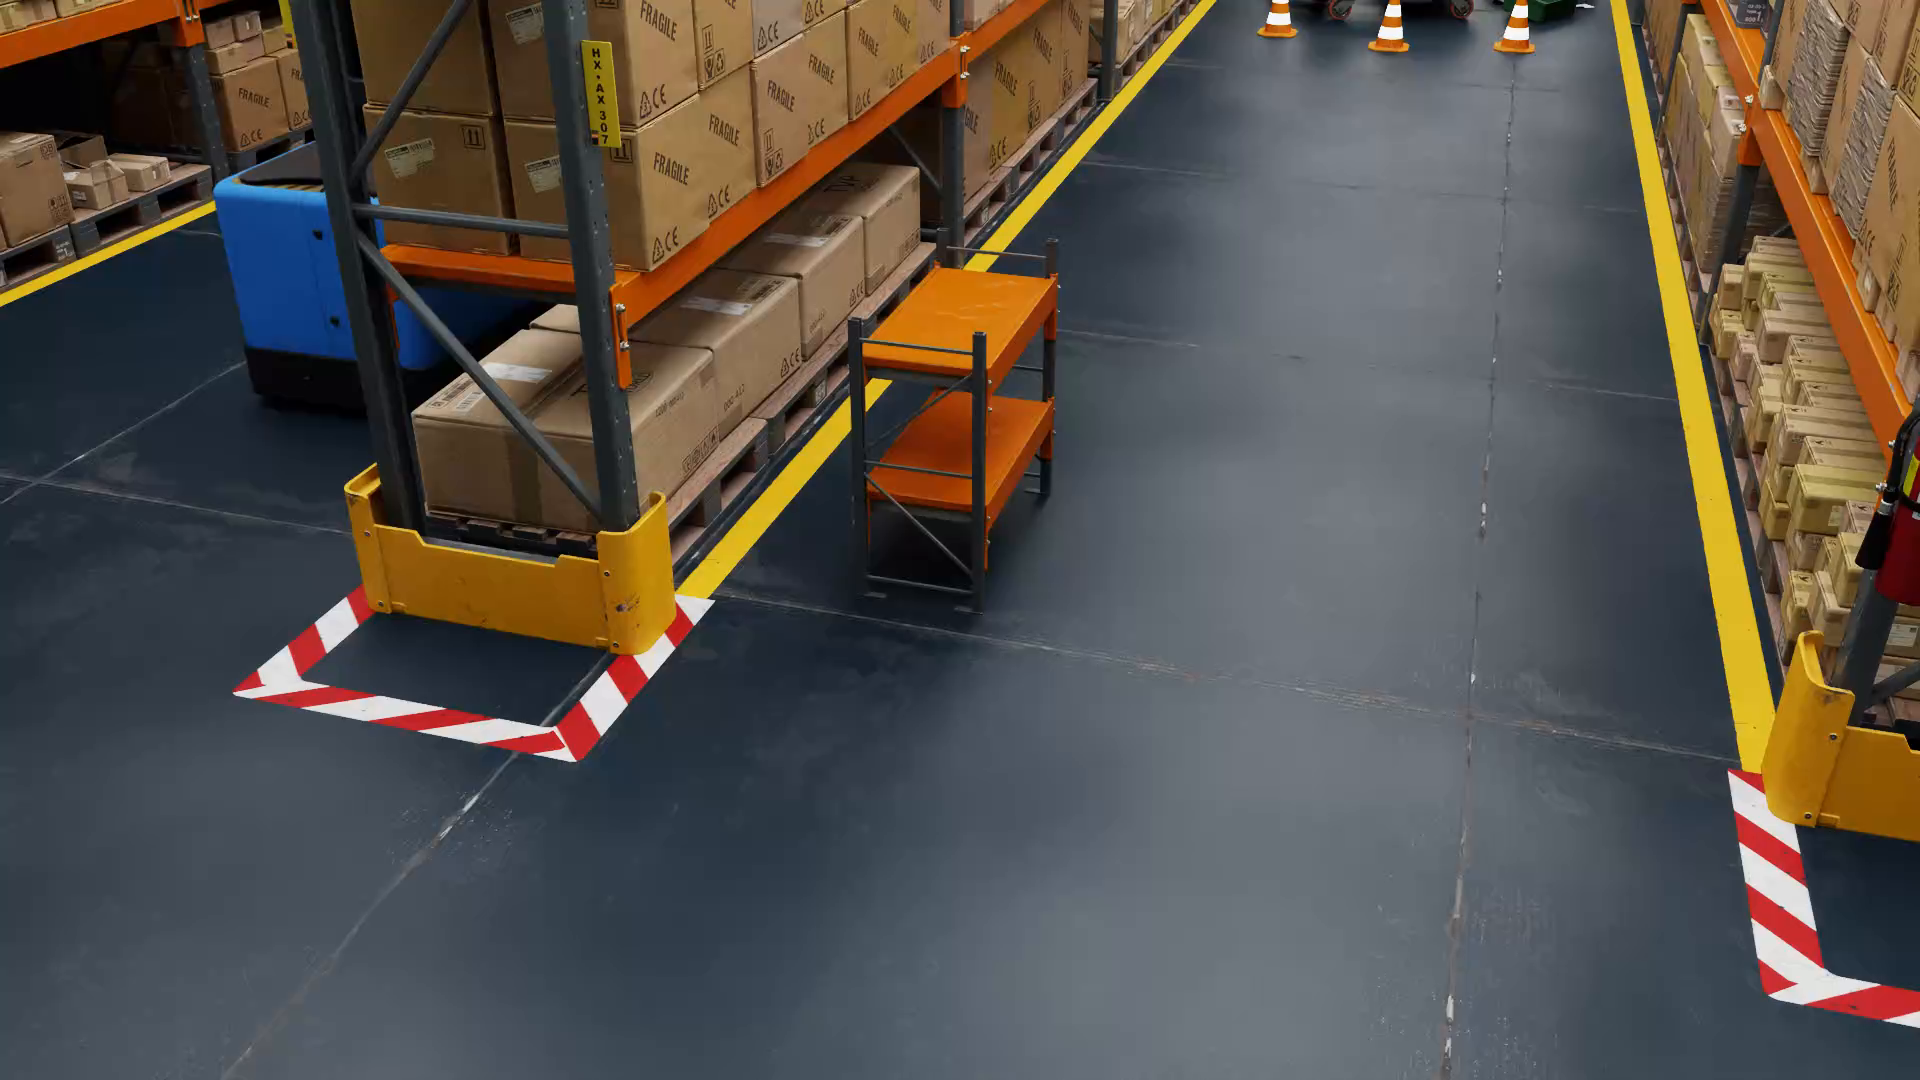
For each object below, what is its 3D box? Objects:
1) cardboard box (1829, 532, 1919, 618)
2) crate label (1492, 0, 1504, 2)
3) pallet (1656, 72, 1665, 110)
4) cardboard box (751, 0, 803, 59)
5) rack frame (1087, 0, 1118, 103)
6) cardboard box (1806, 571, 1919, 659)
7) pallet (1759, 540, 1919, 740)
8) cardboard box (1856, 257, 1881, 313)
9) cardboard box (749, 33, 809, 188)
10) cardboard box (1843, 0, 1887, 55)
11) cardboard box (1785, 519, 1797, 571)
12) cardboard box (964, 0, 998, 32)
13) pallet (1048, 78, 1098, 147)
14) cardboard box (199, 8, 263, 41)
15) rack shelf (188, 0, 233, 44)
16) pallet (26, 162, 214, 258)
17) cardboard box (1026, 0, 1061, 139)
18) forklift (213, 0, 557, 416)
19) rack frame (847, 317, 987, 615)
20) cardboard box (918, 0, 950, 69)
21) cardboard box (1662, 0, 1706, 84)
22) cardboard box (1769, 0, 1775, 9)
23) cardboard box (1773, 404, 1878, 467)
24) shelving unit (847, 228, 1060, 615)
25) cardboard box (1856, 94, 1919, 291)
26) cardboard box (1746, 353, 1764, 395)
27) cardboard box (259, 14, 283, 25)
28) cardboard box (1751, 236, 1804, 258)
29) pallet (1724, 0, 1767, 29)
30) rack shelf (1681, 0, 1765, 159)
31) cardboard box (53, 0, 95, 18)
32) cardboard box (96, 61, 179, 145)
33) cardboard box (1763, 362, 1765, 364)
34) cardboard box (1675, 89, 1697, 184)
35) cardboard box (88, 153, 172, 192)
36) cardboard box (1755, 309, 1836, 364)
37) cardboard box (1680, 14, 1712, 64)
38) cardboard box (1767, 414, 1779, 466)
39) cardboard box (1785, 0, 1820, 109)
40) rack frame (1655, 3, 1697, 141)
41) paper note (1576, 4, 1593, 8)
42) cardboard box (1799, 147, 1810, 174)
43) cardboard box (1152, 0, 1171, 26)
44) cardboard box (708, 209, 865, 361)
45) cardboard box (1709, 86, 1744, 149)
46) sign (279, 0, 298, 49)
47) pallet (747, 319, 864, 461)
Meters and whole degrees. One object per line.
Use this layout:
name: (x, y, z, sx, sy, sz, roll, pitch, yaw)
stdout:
cardboard box: (3.027, 0.121, 5.336, 0.380, 0.149, 0.250, 9, 30, 15)
crate label: (5.301, -5.265, 16.073, 0.298, 0.136, 0.250, -12, 31, -20)
pallet: (5.765, -3.254, 12.383, 1.003, 0.211, 1.213, 8, 30, 15)
cardboard box: (-0.946, -2.203, 6.494, 0.500, 0.500, 0.500, 8, 30, 14)
rack frame: (0.700, -4.777, 12.251, 1.000, 3.000, 0.127, 8, 30, 15)
cardboard box: (2.996, 0.247, 5.415, 0.380, 0.149, 0.250, 8, 30, 14)
pallet: (3.408, 0.411, 5.793, 1.003, 0.211, 1.213, 8, 30, 15)
cardboard box: (3.160, -0.832, 5.419, 0.380, 0.149, 0.250, 9, 30, 16)
cardboard box: (-0.944, -1.757, 6.721, 0.500, 0.500, 0.500, 8, 30, 15)
cardboard box: (3.455, -1.983, 5.792, 0.500, 0.500, 0.500, 7, 30, 13)
cardboard box: (3.267, 0.027, 6.116, 0.380, 0.149, 0.250, 9, 30, 15)
cardboard box: (-0.092, -3.019, 9.246, 0.500, 0.250, 0.500, 8, 30, 14)
pallet: (0.397, -3.202, 12.290, 1.003, 0.211, 1.213, 8, 30, 15)
cardboard box: (-4.830, -3.385, 10.916, 0.380, 0.149, 0.250, 7, 30, 12)
rack shelf: (-4.633, -4.239, 12.025, 1.077, 0.370, 4.000, 8, 30, 15)
pallet: (-5.422, -2.087, 10.284, 1.003, 0.211, 1.213, 8, 30, 15)
cardboard box: (0.152, -3.309, 11.366, 0.875, 0.875, 0.875, 9, 30, 15)
forklift: (-2.442, -2.544, 8.307, 1.130, 2.935, 3.031, 8, 30, 15)
rack frame: (-0.151, -0.252, 6.046, 0.500, 1.125, 0.032, 8, 30, 15)
cardboard box: (-0.366, -2.709, 8.432, 0.500, 0.500, 0.500, 9, 30, 15)
cardboard box: (5.727, -3.588, 11.996, 1.050, 0.750, 0.750, 8, 30, 14)
cardboard box: (4.366, -2.781, 8.490, 0.380, 0.149, 0.250, 8, 30, 15)
cardboard box: (3.272, -0.370, 6.219, 0.380, 0.149, 0.250, 10, 31, 17)
shelving unit: (-0.002, -0.488, 6.471, 0.538, 1.125, 1.048, 8, 30, 15)
cardboard box: (3.156, -1.057, 5.156, 0.500, 0.500, 0.500, 8, 30, 14)
cardboard box: (3.746, -0.701, 7.425, 0.380, 0.149, 0.250, 8, 30, 14)
cardboard box: (-4.721, -3.518, 11.460, 0.380, 0.149, 0.250, 8, 30, 14)
cardboard box: (3.989, -1.325, 7.936, 0.380, 0.149, 0.250, 10, 31, 17)
pallet: (4.920, -3.108, 9.448, 1.003, 0.211, 1.213, 8, 30, 15)
rack shelf: (4.875, -2.873, 9.570, 1.077, 0.370, 4.000, 8, 30, 15)
cardboard box: (-5.181, -3.082, 9.463, 0.380, 0.149, 0.250, 9, 30, 16)
cardboard box: (-5.359, -2.986, 11.171, 0.500, 0.500, 0.500, 8, 30, 15)
cardboard box: (3.768, -0.829, 7.350, 0.380, 0.149, 0.250, 7, 30, 12)
cardboard box: (4.720, -2.443, 10.195, 0.500, 0.500, 0.500, 8, 30, 14)
cardboard box: (-5.103, -2.261, 10.230, 0.380, 0.149, 0.250, 8, 30, 13)
cardboard box: (3.616, -0.850, 7.082, 0.380, 0.149, 0.250, 9, 30, 16)
cardboard box: (5.028, -3.250, 10.875, 0.500, 0.250, 0.500, 7, 30, 13)
cardboard box: (3.379, -0.354, 6.495, 0.380, 0.149, 0.250, 10, 31, 17)
cardboard box: (3.763, -2.007, 6.863, 0.500, 0.500, 0.500, 8, 30, 15)
rack frame: (5.462, -4.117, 11.066, 1.000, 3.000, 0.127, 8, 30, 15)
paper note: (5.968, -5.121, 15.923, 0.147, 0.020, 0.142, -12, 31, -20)
cardboard box: (3.637, -1.568, 6.742, 0.380, 0.149, 0.250, 9, 30, 16)
cardboard box: (1.313, -4.769, 14.508, 0.950, 0.372, 0.625, 10, 30, 17)
cardboard box: (-1.023, -1.289, 8.185, 0.875, 0.438, 0.875, 8, 30, 13)
cardboard box: (4.428, -2.296, 9.160, 0.500, 0.250, 0.500, 10, 31, 17)
sign: (-2.163, -1.752, 5.380, 0.100, 0.325, 0.005, 8, 30, 15)
pallet: (-1.128, -0.788, 7.950, 1.003, 0.211, 1.213, 8, 30, 15)
